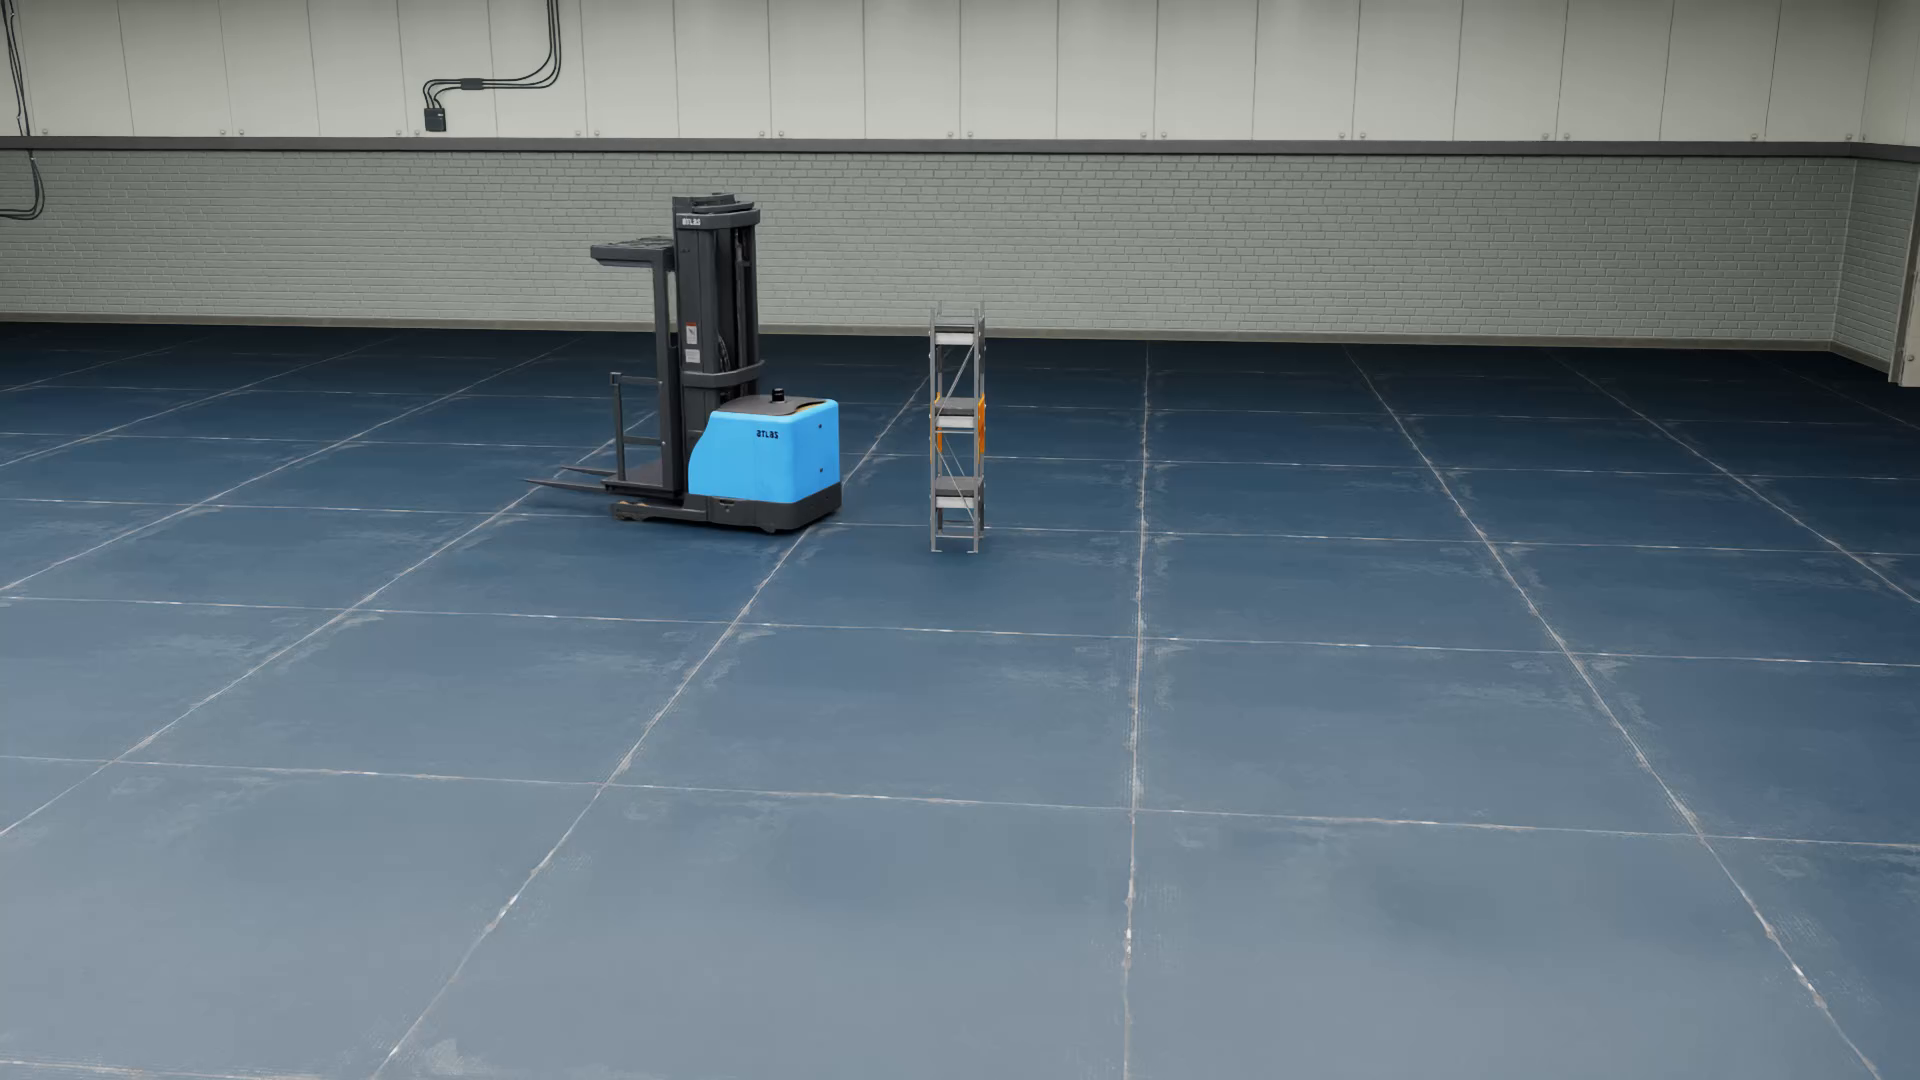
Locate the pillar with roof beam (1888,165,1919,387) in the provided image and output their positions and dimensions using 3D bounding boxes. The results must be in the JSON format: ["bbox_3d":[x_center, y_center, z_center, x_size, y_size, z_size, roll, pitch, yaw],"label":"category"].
[{"bbox_3d":[8.491,-6.576,21.743,9.100,9.000,0.400,2,15,6],"label":"pillar with roof beam"}]

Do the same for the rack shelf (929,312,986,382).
[{"bbox_3d":[-0.019,-1.633,14.050,0.431,0.518,0.480,2,15,6],"label":"rack shelf"}]

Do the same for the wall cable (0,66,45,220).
[{"bbox_3d":[-16.884,-6.603,27.792,3.097,2.526,0.112,2,15,6],"label":"wall cable"}]

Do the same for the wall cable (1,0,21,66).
[{"bbox_3d":[-14.196,-8.962,26.838,3.097,2.526,0.112,2,15,6],"label":"wall cable"}]

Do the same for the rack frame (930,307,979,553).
[{"bbox_3d":[-0.046,-0.907,13.995,0.400,2.100,0.015,2,15,6],"label":"rack frame"}]

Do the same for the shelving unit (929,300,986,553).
[{"bbox_3d":[-0.019,-0.971,14.229,0.431,2.100,0.503,2,15,6],"label":"shelving unit"}]

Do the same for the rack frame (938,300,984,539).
[{"bbox_3d":[0.009,-1.034,14.463,0.400,2.100,0.015,2,15,6],"label":"rack frame"}]

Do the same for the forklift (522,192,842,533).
[{"bbox_3d":[-2.675,-1.705,15.354,3.031,2.935,1.130,6,16,22],"label":"forklift"}]

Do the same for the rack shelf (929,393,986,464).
[{"bbox_3d":[-0.019,-0.957,14.233,0.431,0.518,0.480,2,15,6],"label":"rack shelf"}]

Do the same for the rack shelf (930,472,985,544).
[{"bbox_3d":[-0.019,-0.282,14.415,0.431,0.518,0.480,2,15,6],"label":"rack shelf"}]

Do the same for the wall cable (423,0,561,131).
[{"bbox_3d":[-7.453,-9.460,25.893,2.305,6.003,0.169,2,15,6],"label":"wall cable"}]
